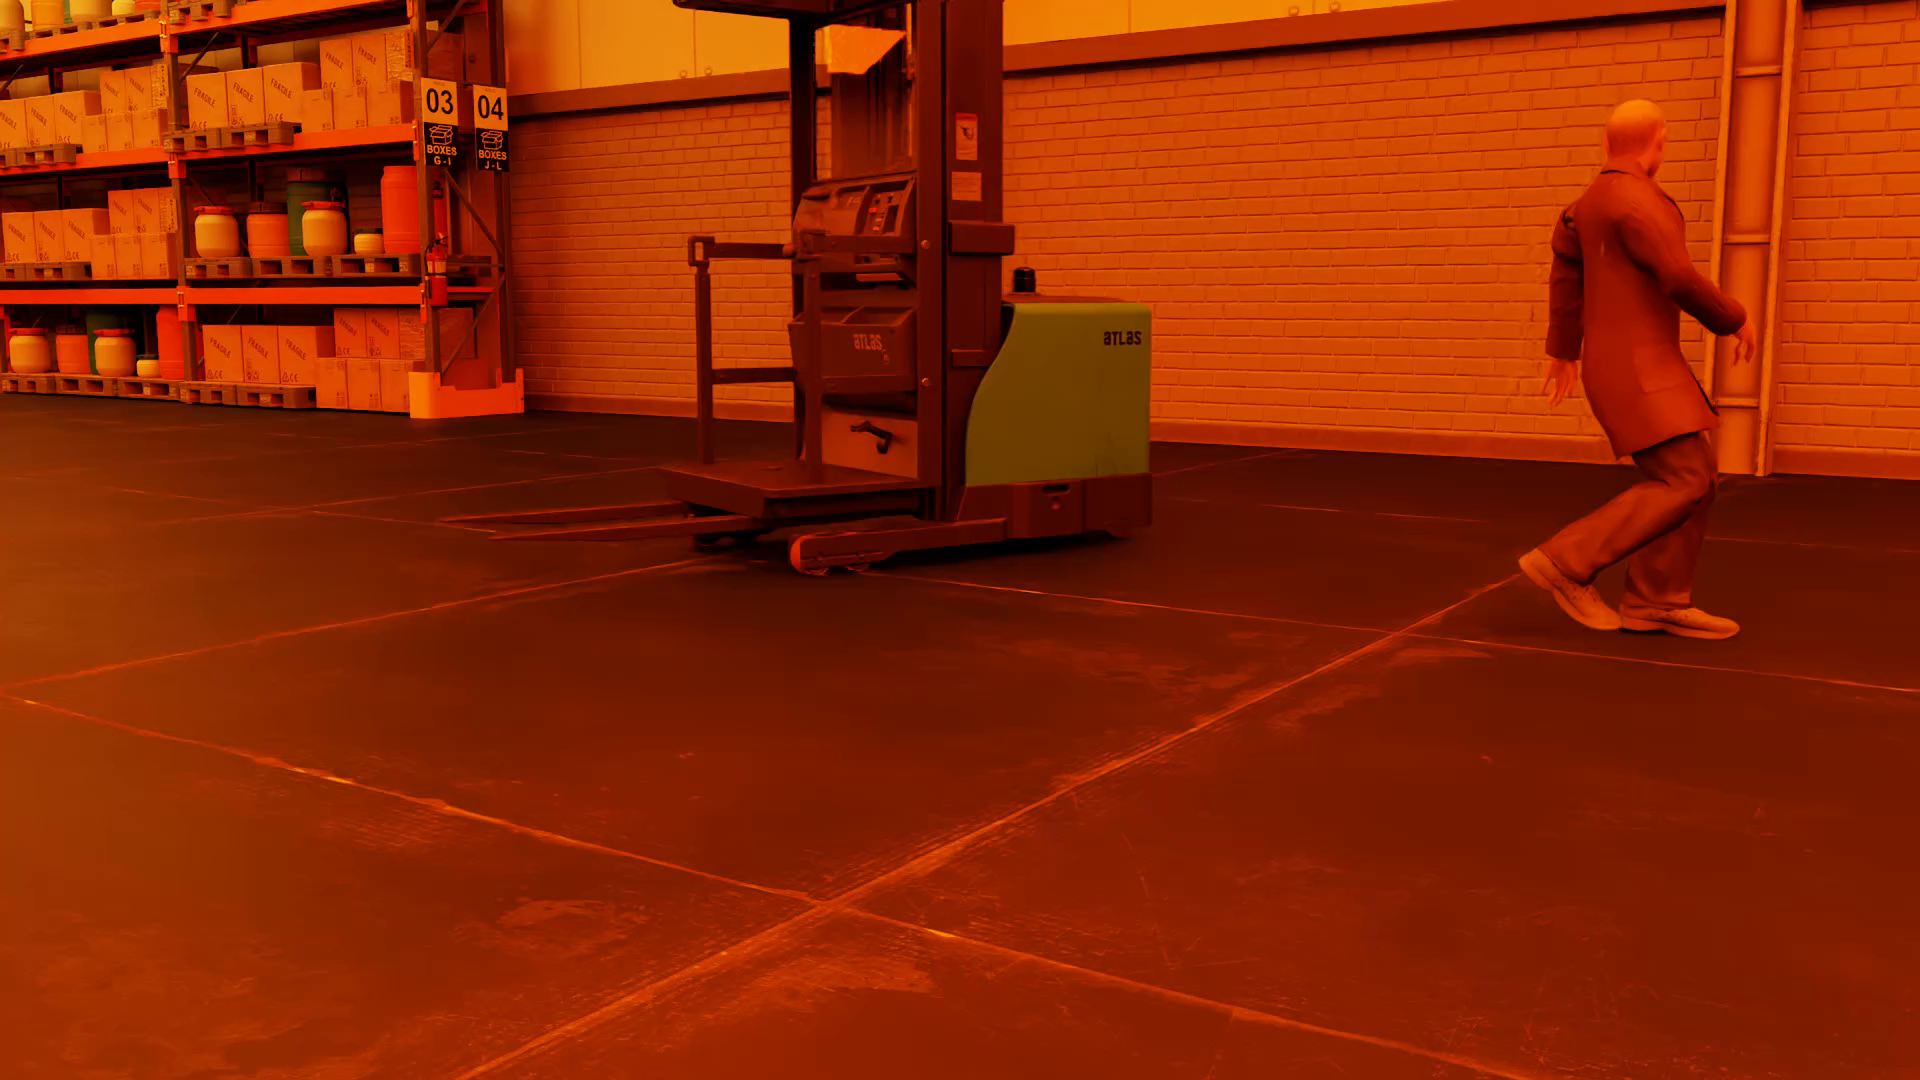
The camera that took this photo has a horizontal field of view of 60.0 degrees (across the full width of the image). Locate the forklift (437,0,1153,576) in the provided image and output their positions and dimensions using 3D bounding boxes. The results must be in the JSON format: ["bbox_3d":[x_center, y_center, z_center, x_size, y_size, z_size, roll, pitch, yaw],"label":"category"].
[{"bbox_3d":[-0.632,-1.392,6.979,3.031,2.935,1.130,-5,10,-33],"label":"forklift"}]

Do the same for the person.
[{"bbox_3d":[2.201,-0.547,5.390,0.688,1.720,0.740,3,9,18],"label":"person"}]
